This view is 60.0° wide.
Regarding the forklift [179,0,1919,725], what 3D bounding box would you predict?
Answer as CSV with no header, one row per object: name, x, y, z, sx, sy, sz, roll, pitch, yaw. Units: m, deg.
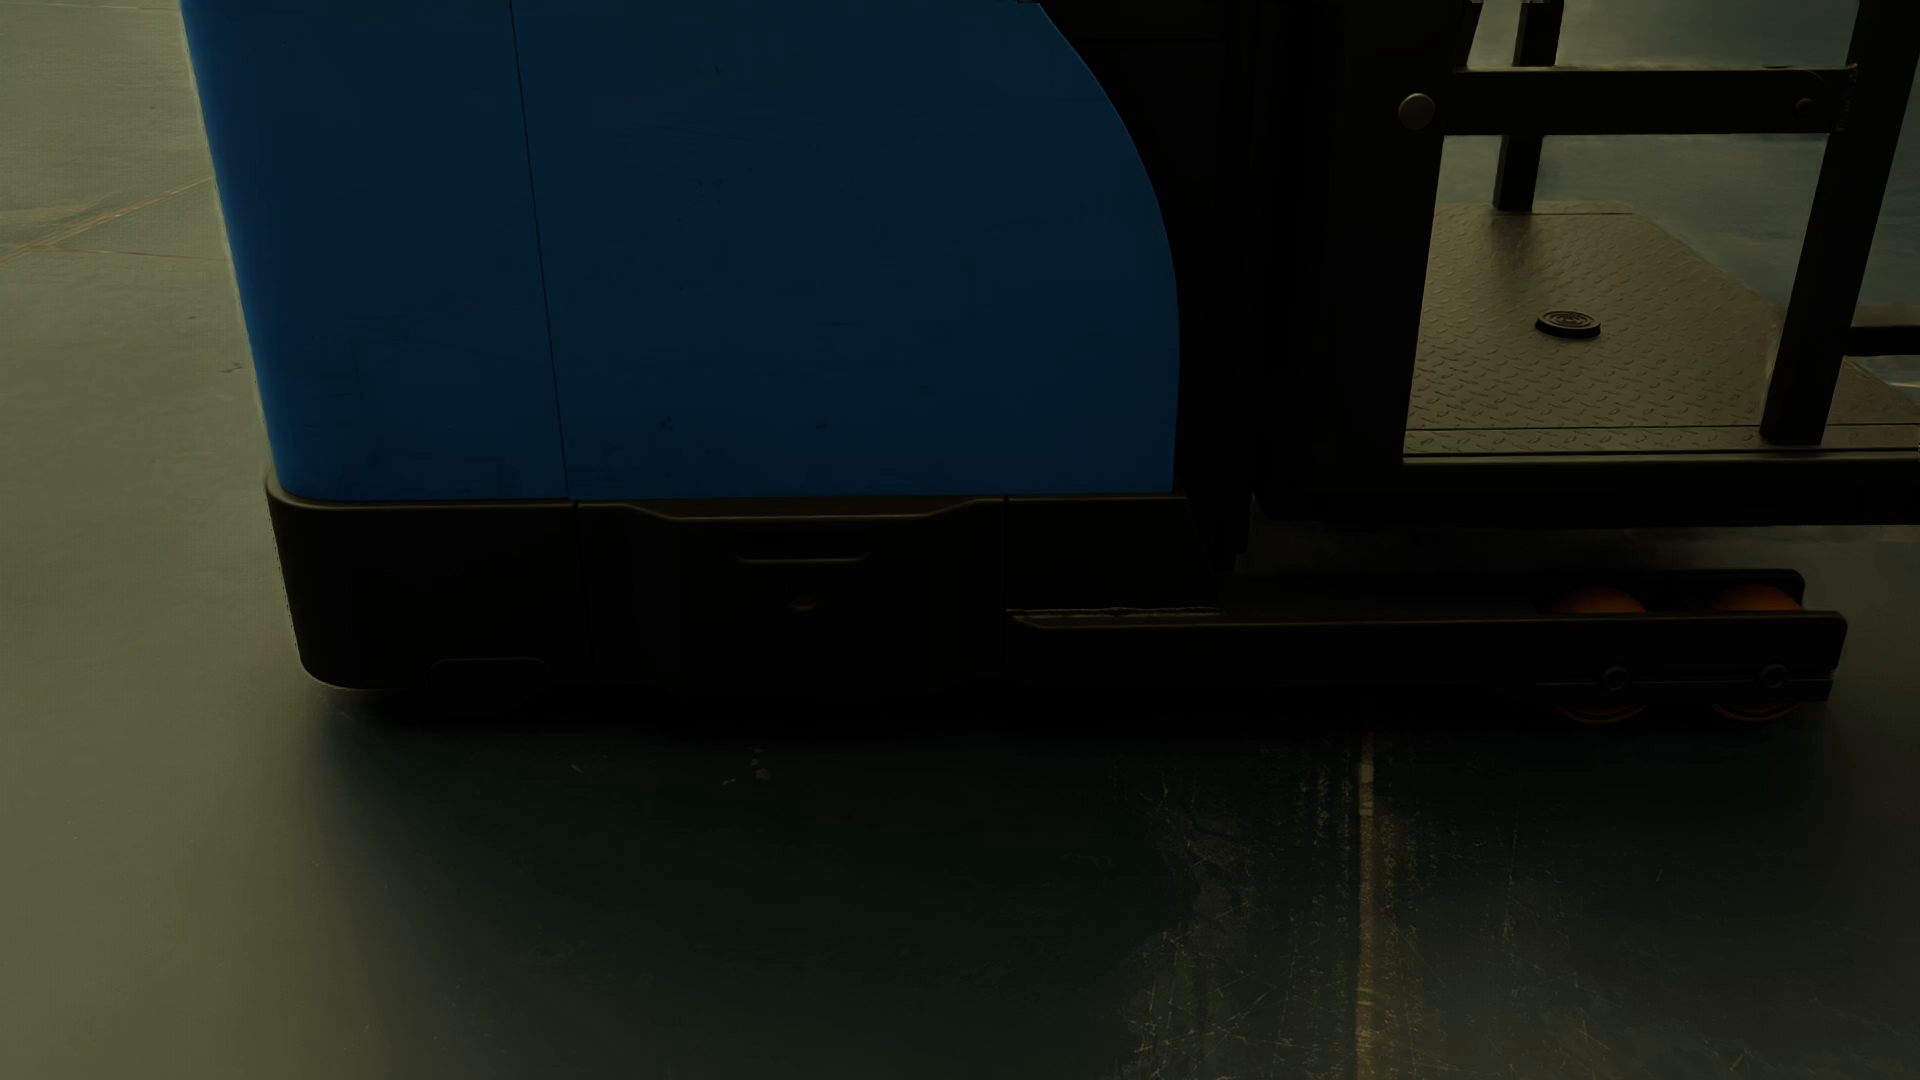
forklift,0.683,-1.321,1.864,3.031,2.935,1.130,-1,27,-2
